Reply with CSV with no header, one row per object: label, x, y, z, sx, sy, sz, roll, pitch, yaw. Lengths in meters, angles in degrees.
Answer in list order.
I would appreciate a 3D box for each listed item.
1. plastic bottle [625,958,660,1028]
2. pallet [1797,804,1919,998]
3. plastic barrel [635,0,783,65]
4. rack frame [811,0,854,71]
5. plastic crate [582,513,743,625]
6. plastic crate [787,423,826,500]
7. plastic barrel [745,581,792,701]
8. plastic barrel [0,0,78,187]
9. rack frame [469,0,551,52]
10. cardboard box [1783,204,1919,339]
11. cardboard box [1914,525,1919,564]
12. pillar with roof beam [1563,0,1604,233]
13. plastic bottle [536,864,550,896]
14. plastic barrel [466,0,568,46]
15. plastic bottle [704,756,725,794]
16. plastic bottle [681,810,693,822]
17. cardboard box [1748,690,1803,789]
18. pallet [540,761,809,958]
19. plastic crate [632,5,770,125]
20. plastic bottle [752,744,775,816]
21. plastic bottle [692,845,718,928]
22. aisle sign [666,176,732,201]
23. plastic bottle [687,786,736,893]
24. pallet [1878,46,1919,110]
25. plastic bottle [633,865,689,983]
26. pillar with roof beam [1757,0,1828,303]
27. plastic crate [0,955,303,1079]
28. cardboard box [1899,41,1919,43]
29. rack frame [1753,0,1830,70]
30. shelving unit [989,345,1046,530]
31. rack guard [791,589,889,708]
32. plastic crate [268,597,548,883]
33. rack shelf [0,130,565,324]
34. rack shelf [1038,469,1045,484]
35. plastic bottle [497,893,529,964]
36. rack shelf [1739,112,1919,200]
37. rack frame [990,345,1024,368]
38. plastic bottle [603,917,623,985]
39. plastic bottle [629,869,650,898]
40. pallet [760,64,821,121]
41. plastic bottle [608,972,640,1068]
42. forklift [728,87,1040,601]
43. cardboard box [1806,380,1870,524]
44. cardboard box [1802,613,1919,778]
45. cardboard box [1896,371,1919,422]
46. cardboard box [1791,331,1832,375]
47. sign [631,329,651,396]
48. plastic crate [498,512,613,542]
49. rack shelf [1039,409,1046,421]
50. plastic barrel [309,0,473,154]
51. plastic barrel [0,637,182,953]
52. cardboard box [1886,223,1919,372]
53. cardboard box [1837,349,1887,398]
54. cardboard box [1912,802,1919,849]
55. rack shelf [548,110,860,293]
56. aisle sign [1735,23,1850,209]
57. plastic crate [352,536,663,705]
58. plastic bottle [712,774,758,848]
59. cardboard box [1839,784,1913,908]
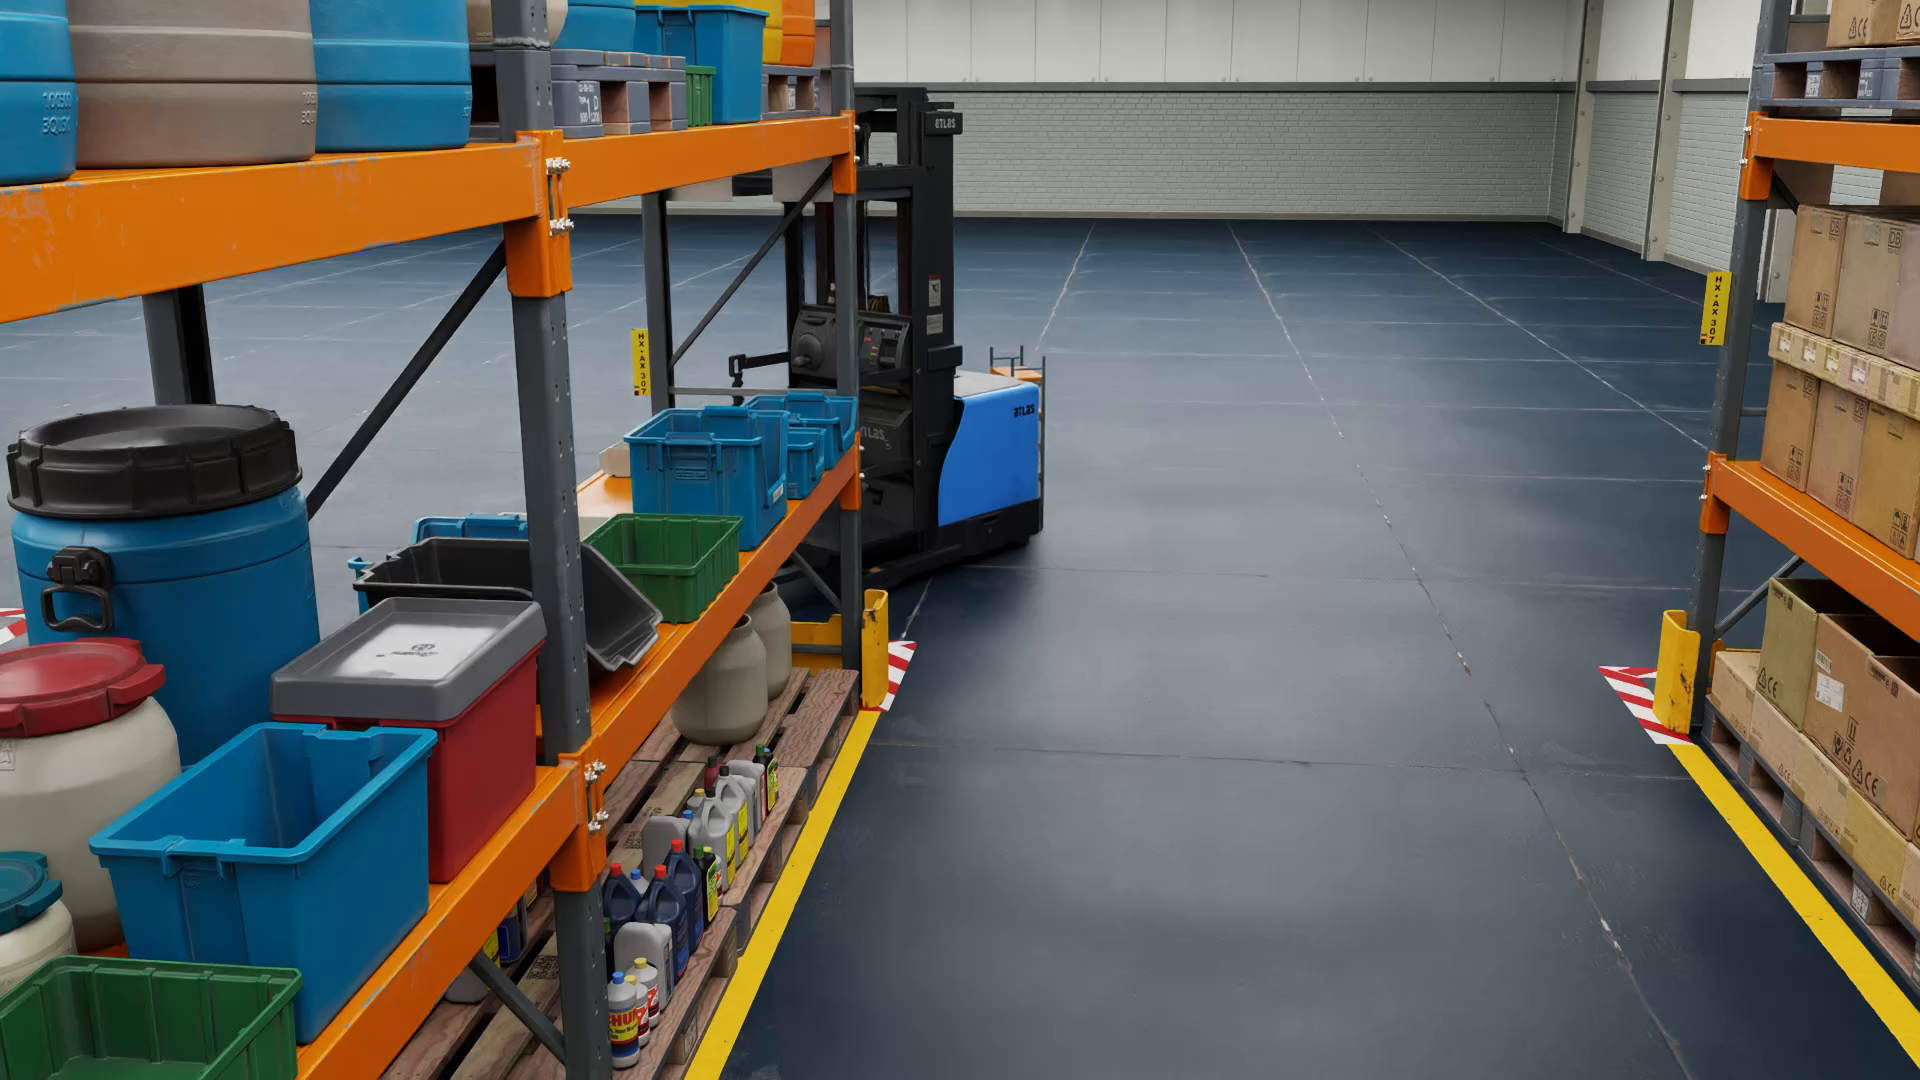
plastic bottle,-0.948,1.345,4.960,0.097,0.201,0.097,0,15,0
pallet,3.745,1.299,5.952,1.003,0.211,1.213,2,15,6
plastic barrel,-0.994,-2.151,6.458,0.600,0.588,0.600,0,15,0
rack frame,-0.991,-3.605,7.253,1.000,3.000,0.127,2,15,6
plastic crate,-1.009,0.087,5.498,0.450,0.188,0.662,2,15,6
plastic crate,-0.829,-0.330,6.921,0.499,0.251,0.408,2,15,6
plastic barrel,-0.990,0.463,7.666,0.421,0.512,0.421,0,15,0
plastic barrel,-1.432,-0.884,1.976,0.600,0.901,0.708,2,15,6
rack frame,-1.443,-2.567,3.416,1.000,3.000,0.127,2,15,6
cardboard box,3.859,-1.102,6.813,0.700,0.500,0.500,2,15,6
cardboard box,3.693,-0.088,5.548,0.700,0.500,0.500,2,15,8
pillar with roof beam,8.741,-11.013,34.652,9.100,9.000,0.400,2,15,6
plastic bottle,-1.470,1.080,5.784,0.061,0.283,0.133,2,15,6
plastic barrel,-1.199,-1.482,4.130,0.421,0.512,0.421,0,15,0
plastic bottle,-0.924,0.941,6.296,0.061,0.283,0.133,2,15,6
plastic bottle,-0.974,1.071,5.975,0.097,0.201,0.097,0,15,0
cardboard box,3.596,0.825,6.827,0.500,0.250,0.500,2,15,6
pallet,-1.190,1.185,6.377,1.003,0.211,1.213,2,15,6
plastic crate,-0.907,-1.645,5.785,0.392,0.384,0.575,2,15,6
plastic bottle,-0.758,0.910,6.410,0.061,0.283,0.133,2,15,8
plastic bottle,-0.858,1.140,5.560,0.061,0.283,0.133,2,15,9
aisle sign,-1.274,-1.991,7.798,0.394,0.787,0.004,2,15,6
plastic bottle,-0.870,1.039,5.806,0.144,0.351,0.185,2,15,6
pallet,3.689,-1.467,5.264,1.003,0.211,1.213,2,15,6
plastic bottle,-0.939,1.198,5.217,0.144,0.351,0.185,2,15,8
pillar with roof beam,7.387,-7.901,23.142,9.100,9.000,0.400,2,15,6
plastic crate,-1.359,0.891,2.526,0.450,0.188,0.662,2,15,6
cardboard box,3.622,-1.859,5.952,0.380,0.149,0.250,2,15,6
rack frame,3.930,-3.458,6.710,1.000,3.000,0.127,2,15,6
shelving unit,0.390,-0.705,11.469,0.258,1.200,0.503,-4,16,-15
rack guard,-0.953,0.519,8.284,1.175,0.500,0.348,2,15,6
plastic crate,-1.193,0.433,3.693,0.402,0.464,0.583,2,15,6
rack shelf,-1.668,-0.253,1.983,1.077,0.370,4.000,2,15,6
rack shelf,0.390,-0.448,11.539,0.258,0.148,0.480,-4,16,-15
plastic bottle,-1.485,1.204,5.339,0.152,0.276,0.135,2,15,6
rack shelf,3.704,-1.144,5.277,1.077,0.370,4.000,2,15,6
rack frame,0.325,-0.766,11.696,0.240,1.200,0.015,-4,16,-15
plastic bottle,-1.068,1.270,5.079,0.061,0.283,0.133,2,15,6
plastic bottle,-1.043,1.195,5.379,0.097,0.271,0.097,0,15,0
pallet,-1.182,-1.854,6.886,1.003,0.211,1.213,2,15,6
plastic bottle,-0.971,1.364,4.756,0.097,0.271,0.097,0,15,0
forklift,-0.808,-1.196,9.969,1.130,2.935,3.031,13,20,39
cardboard box,3.810,-0.353,6.529,0.700,0.500,0.500,2,15,8
cardboard box,3.550,0.593,6.248,0.500,0.500,0.500,2,15,6
cardboard box,3.528,-0.494,5.807,0.380,0.149,0.250,2,15,6
cardboard box,3.645,-0.759,6.789,0.380,0.149,0.250,1,15,5
sign,-1.537,-0.860,8.064,0.100,0.325,0.005,2,15,6
plastic crate,-1.511,0.028,5.819,0.530,0.136,0.437,2,15,6
rack shelf,0.390,-0.856,11.428,0.258,0.148,0.480,-4,16,-15
plastic barrel,-1.284,-1.223,3.231,0.600,0.901,0.708,2,15,6
plastic barrel,-1.768,0.505,3.288,0.433,0.535,0.433,0,15,0
cardboard box,3.749,-0.835,5.825,0.700,0.500,0.500,2,15,6
cardboard box,3.584,-0.629,6.308,0.380,0.149,0.250,1,15,5
cardboard box,3.434,0.852,5.289,0.500,0.500,0.500,2,15,6
rack shelf,-1.217,-1.291,5.820,1.077,0.370,4.000,2,15,6
aisle sign,3.633,-1.843,7.250,0.394,0.787,0.004,2,15,6
plastic crate,-1.257,0.227,4.696,0.767,0.338,0.504,2,15,6
plastic bottle,-0.834,0.984,6.153,0.152,0.276,0.135,1,15,5
cardboard box,3.478,1.084,5.868,0.500,0.250,0.500,2,15,6
